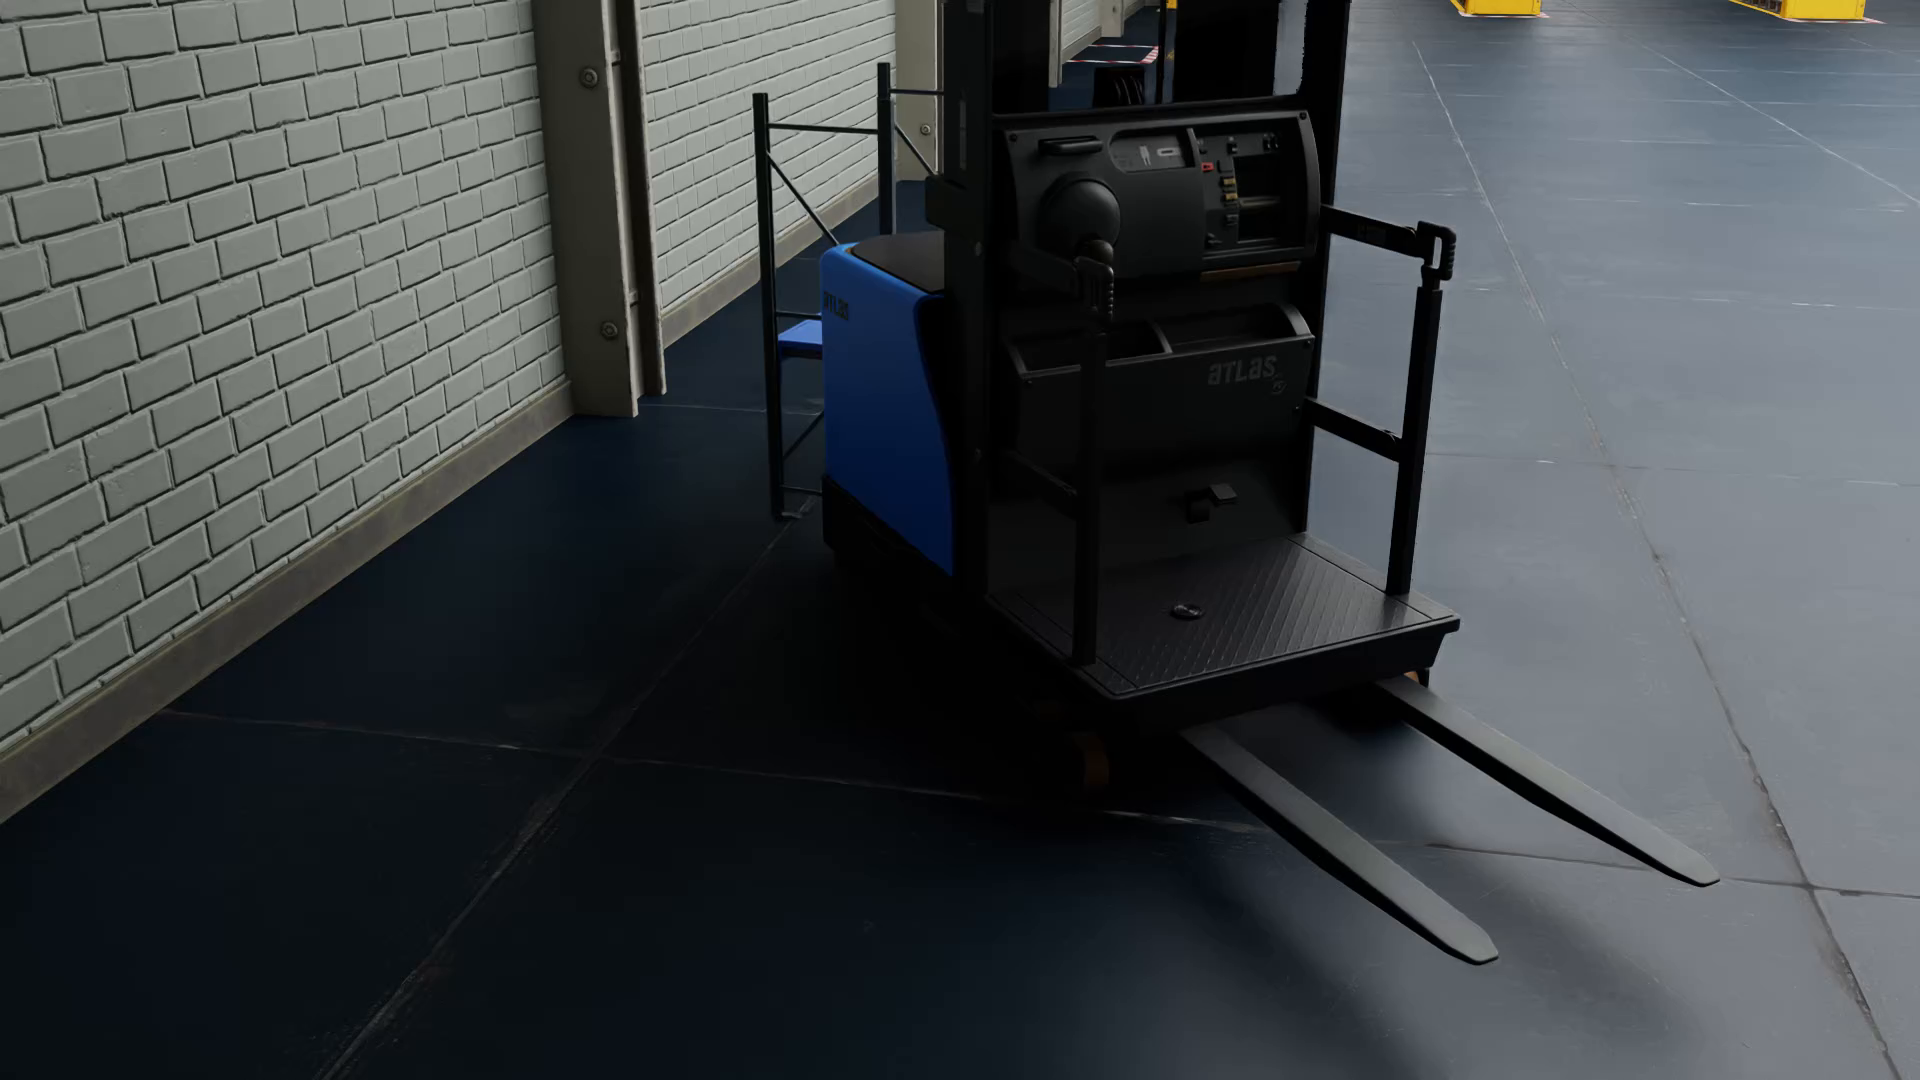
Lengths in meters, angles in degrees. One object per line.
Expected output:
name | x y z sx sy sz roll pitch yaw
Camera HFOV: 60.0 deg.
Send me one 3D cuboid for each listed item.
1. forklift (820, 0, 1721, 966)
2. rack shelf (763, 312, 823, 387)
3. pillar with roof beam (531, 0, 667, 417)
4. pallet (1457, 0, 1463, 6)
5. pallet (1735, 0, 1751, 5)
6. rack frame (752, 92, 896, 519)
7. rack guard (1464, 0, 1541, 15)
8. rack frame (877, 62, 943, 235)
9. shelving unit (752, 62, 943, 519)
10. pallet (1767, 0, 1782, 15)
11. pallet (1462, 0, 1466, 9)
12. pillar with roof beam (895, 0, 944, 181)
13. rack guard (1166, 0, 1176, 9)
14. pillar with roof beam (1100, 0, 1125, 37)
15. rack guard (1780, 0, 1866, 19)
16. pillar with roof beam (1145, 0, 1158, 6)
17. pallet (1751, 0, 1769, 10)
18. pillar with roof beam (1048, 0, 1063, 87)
forklift | 0.635 -0.895 4.152 1.130 2.935 3.031 -10 24 -24
rack shelf | -0.266 -0.768 6.235 0.538 0.185 1.000 8 23 20
pillar with roof beam | 2.697 -4.458 4.878 9.100 9.000 0.400 4 22 11
pallet | 9.301 -9.517 29.201 1.003 0.211 1.213 4 22 11
pallet | 14.421 -9.631 29.484 1.003 0.211 1.213 4 22 11
rack frame | -0.451 -0.758 5.729 0.500 1.500 0.032 8 23 20
rack guard | 8.929 -8.914 27.319 1.175 0.500 0.348 4 22 11
rack frame | -0.081 -1.112 6.607 0.500 1.500 0.032 8 23 20
shelving unit | -0.266 -0.935 6.168 0.538 1.500 1.048 8 23 20
pallet | 13.923 -8.738 27.268 1.003 0.211 1.213 4 22 11
pallet | 9.049 -9.072 28.097 1.003 0.211 1.213 4 22 11
pillar with roof beam | 3.922 -6.653 10.326 9.100 9.000 0.400 4 22 11
rack guard | 4.100 -9.327 28.344 1.175 0.500 0.348 4 22 11
pillar with roof beam | 6.370 -11.041 21.223 9.100 9.000 0.400 4 22 11
rack guard | 13.752 -8.576 26.478 1.175 0.500 0.348 4 22 11
pillar with roof beam | 7.595 -13.236 26.672 9.100 9.000 0.400 4 22 11
pallet | 14.174 -9.183 28.373 1.003 0.211 1.213 4 22 11
pillar with roof beam | 5.146 -8.847 15.775 9.100 9.000 0.400 4 22 11
